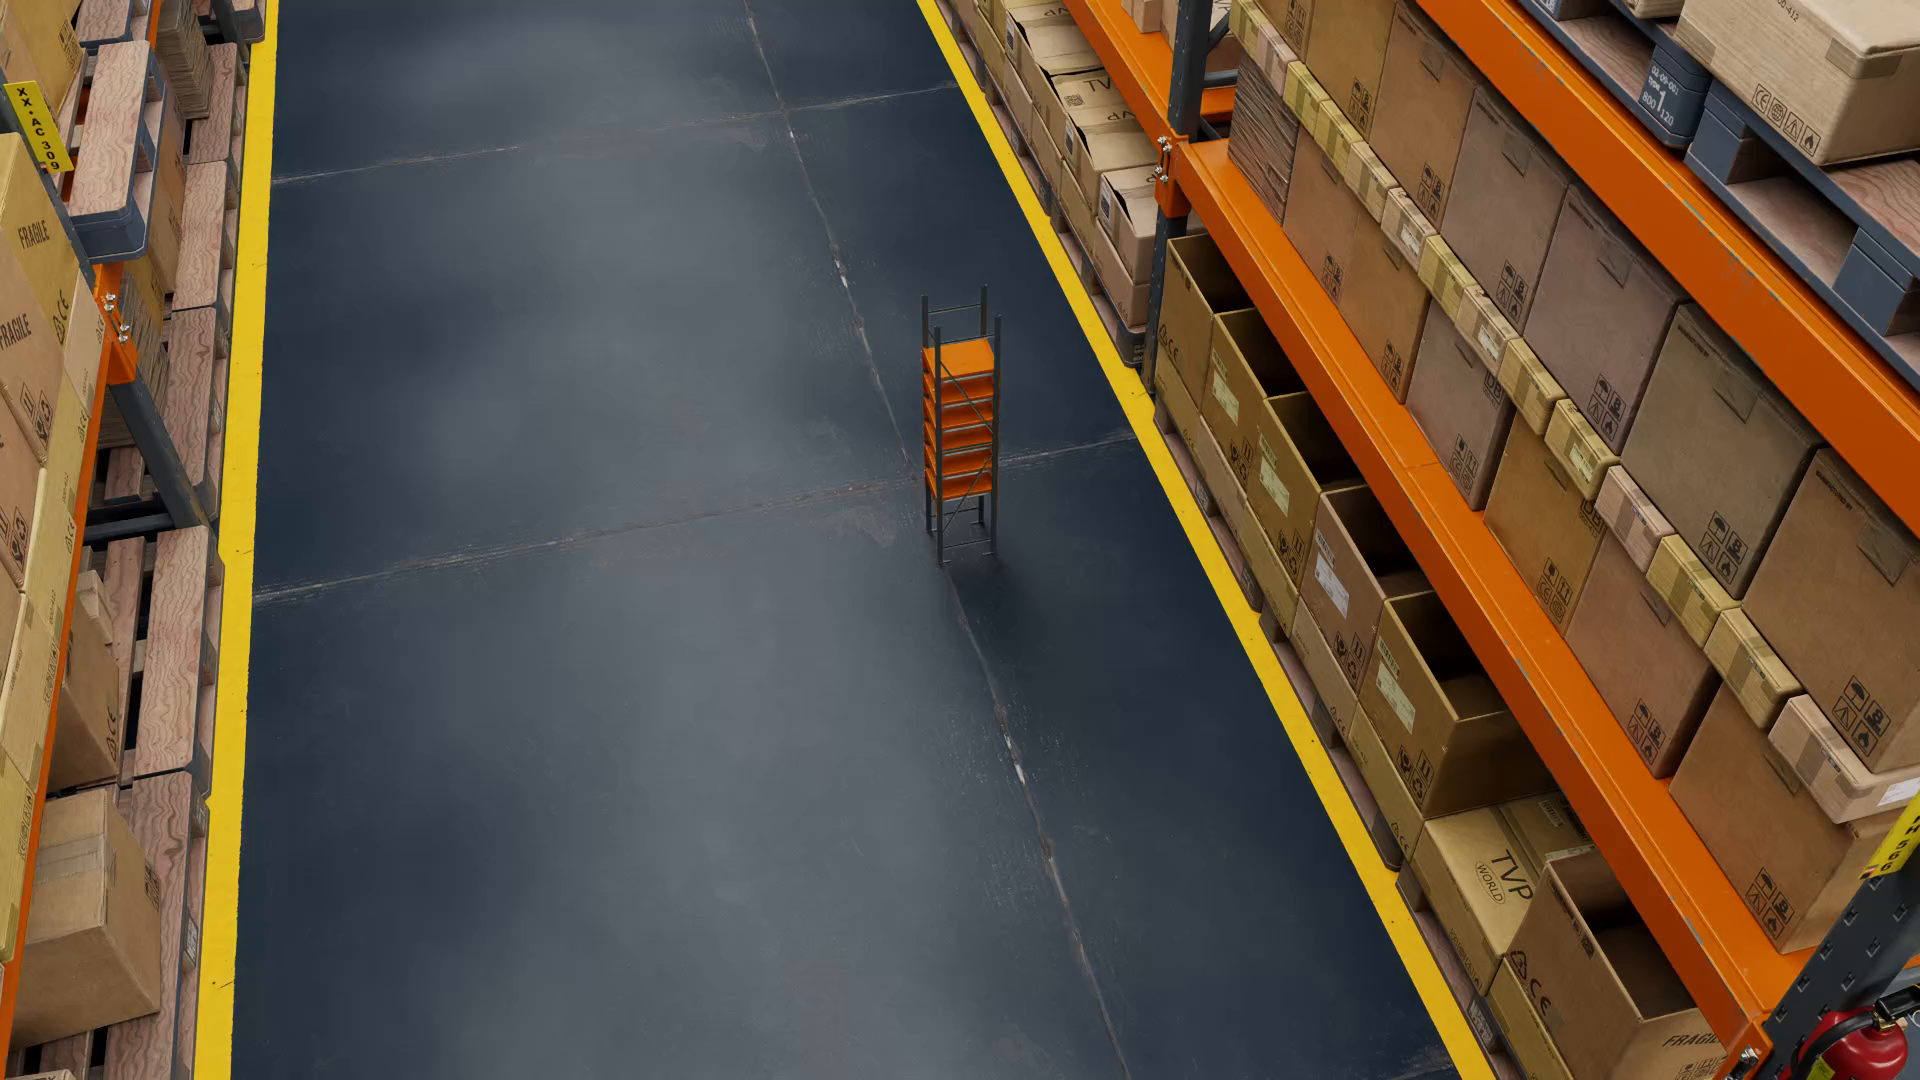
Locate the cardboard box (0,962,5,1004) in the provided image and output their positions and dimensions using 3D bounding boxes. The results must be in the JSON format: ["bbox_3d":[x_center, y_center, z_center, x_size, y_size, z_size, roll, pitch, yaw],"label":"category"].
[{"bbox_3d":[-2.421,1.142,3.621,0.500,0.250,0.500,-12,47,-12],"label":"cardboard box"}]

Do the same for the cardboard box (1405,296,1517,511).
[{"bbox_3d":[1.825,-0.488,5.058,0.700,0.500,0.500,-9,46,-9],"label":"cardboard box"}]

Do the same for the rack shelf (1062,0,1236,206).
[{"bbox_3d":[0.795,-2.951,8.046,1.077,0.370,4.000,-11,47,-10],"label":"rack shelf"}]

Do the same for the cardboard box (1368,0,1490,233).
[{"bbox_3d":[1.685,-1.311,4.957,0.700,0.500,0.500,-11,47,-10],"label":"cardboard box"}]

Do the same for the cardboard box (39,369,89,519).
[{"bbox_3d":[-2.947,-0.251,4.987,0.500,0.250,0.500,-11,47,-10],"label":"cardboard box"}]

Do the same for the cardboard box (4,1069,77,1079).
[{"bbox_3d":[-2.692,1.747,4.512,0.500,0.311,0.500,-7,46,-7],"label":"cardboard box"}]

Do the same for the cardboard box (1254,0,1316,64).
[{"bbox_3d":[1.427,-2.006,5.637,0.700,0.500,0.500,-10,47,-10],"label":"cardboard box"}]

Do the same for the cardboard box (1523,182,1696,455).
[{"bbox_3d":[1.941,-0.621,4.280,0.700,0.500,0.500,-11,47,-10],"label":"cardboard box"}]

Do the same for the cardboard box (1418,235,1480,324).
[{"bbox_3d":[1.589,-0.794,4.904,0.380,0.149,0.250,-11,47,-11],"label":"cardboard box"}]

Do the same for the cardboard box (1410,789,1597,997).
[{"bbox_3d":[1.769,1.096,5.207,0.500,0.250,0.500,-11,47,-10],"label":"cardboard box"}]

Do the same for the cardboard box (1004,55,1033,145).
[{"bbox_3d":[0.533,-2.294,8.529,0.500,0.250,0.500,-10,46,-10],"label":"cardboard box"}]

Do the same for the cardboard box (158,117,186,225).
[{"bbox_3d":[-4.096,-1.752,7.809,0.700,0.500,0.500,-11,47,-11],"label":"cardboard box"}]

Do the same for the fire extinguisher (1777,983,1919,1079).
[{"bbox_3d":[1.912,1.133,3.593,0.296,0.674,0.183,-11,47,-10],"label":"fire extinguisher"}]

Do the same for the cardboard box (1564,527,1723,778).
[{"bbox_3d":[2.085,0.218,4.366,0.700,0.500,0.500,-10,46,-9],"label":"cardboard box"}]

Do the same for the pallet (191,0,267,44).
[{"bbox_3d":[-4.633,-3.258,9.795,1.003,0.211,1.213,-11,47,-10],"label":"pallet"}]

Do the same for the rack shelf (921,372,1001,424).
[{"bbox_3d":[0.004,-0.547,6.172,0.258,0.103,0.180,-11,47,-10],"label":"rack shelf"}]

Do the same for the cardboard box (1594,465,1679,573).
[{"bbox_3d":[1.853,-0.083,4.206,0.380,0.149,0.250,-10,46,-10],"label":"cardboard box"}]

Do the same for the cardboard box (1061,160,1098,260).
[{"bbox_3d":[0.793,-1.590,7.839,0.500,0.250,0.500,-11,47,-11],"label":"cardboard box"}]

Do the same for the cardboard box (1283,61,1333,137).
[{"bbox_3d":[1.321,-1.512,5.607,0.380,0.149,0.250,-12,47,-11],"label":"cardboard box"}]

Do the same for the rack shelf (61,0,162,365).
[{"bbox_3d":[-3.992,-2.043,7.155,1.077,0.370,4.000,-11,47,-10],"label":"rack shelf"}]

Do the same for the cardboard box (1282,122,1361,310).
[{"bbox_3d":[1.568,-1.189,5.745,0.700,0.500,0.500,-11,47,-11],"label":"cardboard box"}]

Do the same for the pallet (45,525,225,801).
[{"bbox_3d":[-3.274,0.519,6.093,1.003,0.211,1.213,-11,47,-10],"label":"pallet"}]

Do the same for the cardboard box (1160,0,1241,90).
[{"bbox_3d":[1.139,-2.102,6.814,0.500,0.250,0.500,-8,46,-8],"label":"cardboard box"}]

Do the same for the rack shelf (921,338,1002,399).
[{"bbox_3d":[0.004,-0.631,6.086,0.258,0.103,0.180,-11,47,-10],"label":"rack shelf"}]

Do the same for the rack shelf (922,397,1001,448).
[{"bbox_3d":[0.004,-0.463,6.258,0.258,0.103,0.180,-11,47,-10],"label":"rack shelf"}]

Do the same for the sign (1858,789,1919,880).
[{"bbox_3d":[1.803,0.541,3.143,0.100,0.325,0.005,-11,47,-10],"label":"sign"}]

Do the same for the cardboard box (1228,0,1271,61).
[{"bbox_3d":[1.189,-1.863,5.952,0.380,0.149,0.250,-11,47,-10],"label":"cardboard box"}]

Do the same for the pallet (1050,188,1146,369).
[{"bbox_3d":[1.081,-1.348,7.923,1.003,0.211,1.213,-11,47,-10],"label":"pallet"}]

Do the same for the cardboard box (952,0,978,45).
[{"bbox_3d":[0.263,-3.006,9.227,0.500,0.250,0.500,-12,47,-11],"label":"cardboard box"}]

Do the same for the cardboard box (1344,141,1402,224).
[{"bbox_3d":[1.451,-1.158,5.261,0.380,0.149,0.250,-12,47,-12],"label":"cardboard box"}]

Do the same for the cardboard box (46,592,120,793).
[{"bbox_3d":[-3.176,0.516,5.586,0.500,0.500,0.500,-14,47,-13],"label":"cardboard box"}]

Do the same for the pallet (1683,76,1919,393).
[{"bbox_3d":[2.175,-0.572,3.172,1.003,0.211,1.213,-11,47,-10],"label":"pallet"}]

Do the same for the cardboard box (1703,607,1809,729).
[{"bbox_3d":[1.981,0.268,3.863,0.380,0.149,0.250,-10,46,-9],"label":"cardboard box"}]

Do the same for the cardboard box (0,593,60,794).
[{"bbox_3d":[-2.673,0.440,4.309,0.500,0.250,0.500,-10,46,-10],"label":"cardboard box"}]

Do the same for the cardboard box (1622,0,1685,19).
[{"bbox_3d":[1.639,-1.406,3.598,0.500,0.311,0.500,-6,46,-6],"label":"cardboard box"}]

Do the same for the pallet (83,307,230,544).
[{"bbox_3d":[-3.681,-0.475,7.068,1.003,0.211,1.213,-11,47,-10],"label":"pallet"}]

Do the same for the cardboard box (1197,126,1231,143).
[{"bbox_3d":[1.319,-1.880,7.731,0.500,0.311,0.500,-11,47,-11],"label":"cardboard box"}]

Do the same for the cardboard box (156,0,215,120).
[{"bbox_3d":[-4.270,-2.467,8.510,0.700,0.500,0.500,-10,46,-10],"label":"cardboard box"}]

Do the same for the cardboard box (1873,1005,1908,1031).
[{"bbox_3d":[2.409,1.344,4.964,0.500,0.250,0.500,-11,47,-10],"label":"cardboard box"}]

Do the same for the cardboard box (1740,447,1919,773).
[{"bbox_3d":[2.211,0.089,3.584,0.700,0.500,0.500,-11,47,-10],"label":"cardboard box"}]

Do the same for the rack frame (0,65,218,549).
[{"bbox_3d":[-3.480,-0.914,5.545,1.000,3.000,0.127,-11,47,-10],"label":"rack frame"}]

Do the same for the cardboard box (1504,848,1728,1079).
[{"bbox_3d":[1.906,1.177,4.603,0.500,0.500,0.500,-11,47,-10],"label":"cardboard box"}]

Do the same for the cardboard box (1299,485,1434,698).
[{"bbox_3d":[1.509,0.143,5.615,0.500,0.500,0.500,-11,47,-10],"label":"cardboard box"}]

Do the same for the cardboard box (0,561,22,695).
[{"bbox_3d":[-2.675,0.191,4.028,0.500,0.500,0.500,-9,46,-9],"label":"cardboard box"}]

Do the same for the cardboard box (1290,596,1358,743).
[{"bbox_3d":[1.513,0.405,5.884,0.500,0.250,0.500,-11,47,-10],"label":"cardboard box"}]

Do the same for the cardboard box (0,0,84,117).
[{"bbox_3d":[-3.714,-1.848,6.082,0.700,0.500,0.500,-6,46,-6],"label":"cardboard box"}]

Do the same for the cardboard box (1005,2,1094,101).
[{"bbox_3d":[0.537,-2.481,8.320,0.500,0.311,0.500,-11,47,-11],"label":"cardboard box"}]

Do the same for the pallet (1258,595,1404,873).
[{"bbox_3d":[1.786,0.554,6.059,1.003,0.211,1.213,-11,47,-10],"label":"pallet"}]

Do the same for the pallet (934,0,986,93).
[{"bbox_3d":[0.456,-3.032,9.574,1.003,0.211,1.213,-11,47,-10],"label":"pallet"}]

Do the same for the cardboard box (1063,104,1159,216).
[{"bbox_3d":[0.787,-1.788,7.641,0.500,0.311,0.500,-10,46,-9],"label":"cardboard box"}]

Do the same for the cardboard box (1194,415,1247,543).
[{"bbox_3d":[1.256,-0.285,6.560,0.500,0.250,0.500,-11,47,-10],"label":"cardboard box"}]

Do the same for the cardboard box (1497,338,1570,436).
[{"bbox_3d":[1.716,-0.445,4.562,0.380,0.149,0.250,-10,46,-9],"label":"cardboard box"}]

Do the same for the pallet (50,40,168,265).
[{"bbox_3d":[-3.535,-1.401,6.157,1.003,0.211,1.213,-11,47,-10],"label":"pallet"}]

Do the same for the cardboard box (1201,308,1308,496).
[{"bbox_3d":[1.259,-0.548,6.293,0.500,0.500,0.500,-11,47,-10],"label":"cardboard box"}]

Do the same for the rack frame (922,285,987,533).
[{"bbox_3d":[-0.020,-0.473,6.374,0.240,1.200,0.006,-11,47,-10],"label":"rack frame"}]

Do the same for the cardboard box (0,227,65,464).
[{"bbox_3d":[-2.927,-0.517,4.723,0.500,0.500,0.500,-11,47,-11],"label":"cardboard box"}]

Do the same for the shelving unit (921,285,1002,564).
[{"bbox_3d":[0.004,-0.410,6.312,0.258,1.200,0.189,-11,47,-10],"label":"shelving unit"}]

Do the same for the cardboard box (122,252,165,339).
[{"bbox_3d":[-3.866,-1.046,7.117,0.700,0.500,0.500,-12,47,-11],"label":"cardboard box"}]
